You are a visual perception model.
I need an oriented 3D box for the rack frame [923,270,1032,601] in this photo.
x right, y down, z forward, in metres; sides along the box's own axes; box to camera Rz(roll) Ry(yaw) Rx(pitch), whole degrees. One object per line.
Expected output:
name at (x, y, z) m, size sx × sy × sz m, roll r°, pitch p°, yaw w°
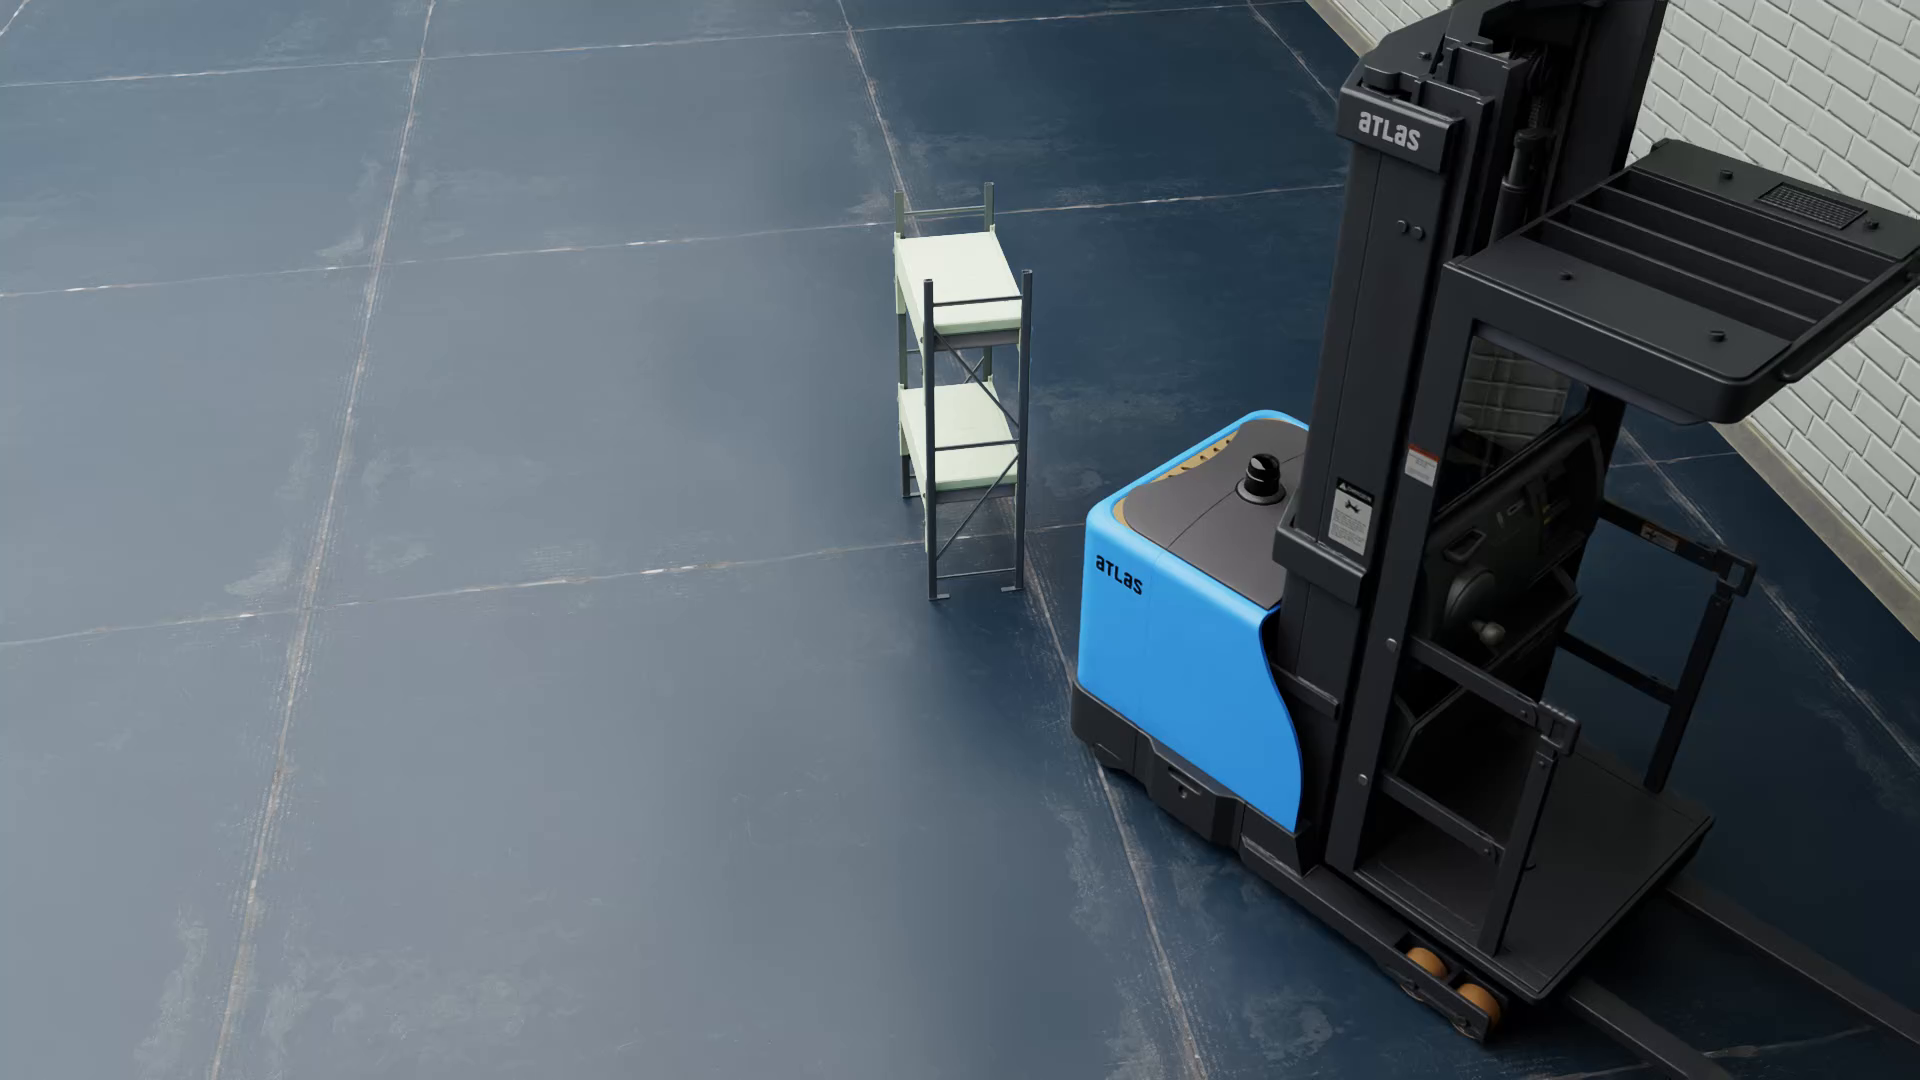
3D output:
rack frame at (0.065, -0.367, 6.500) m, size 0.400 × 1.500 × 0.023 m, roll -6°, pitch 38°, yaw -8°

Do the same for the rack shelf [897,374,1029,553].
rack shelf at (0.001, -0.331, 6.985) m, size 0.431 × 0.370 × 0.720 m, roll -6°, pitch 38°, yaw -8°

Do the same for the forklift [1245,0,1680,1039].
forklift at (1.783, 0.050, 4.796) m, size 1.121 × 2.935 × 3.031 m, roll -30°, pitch 47°, yaw -33°

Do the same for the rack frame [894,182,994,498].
rack frame at (-0.063, -0.809, 7.069) m, size 0.400 × 1.500 × 0.023 m, roll -6°, pitch 38°, yaw -8°

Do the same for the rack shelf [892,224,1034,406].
rack shelf at (0.001, -0.896, 6.545) m, size 0.431 × 0.370 × 0.720 m, roll -6°, pitch 38°, yaw -8°

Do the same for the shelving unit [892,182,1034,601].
shelving unit at (0.001, -0.588, 6.785) m, size 0.431 × 1.500 × 0.755 m, roll -6°, pitch 38°, yaw -8°
